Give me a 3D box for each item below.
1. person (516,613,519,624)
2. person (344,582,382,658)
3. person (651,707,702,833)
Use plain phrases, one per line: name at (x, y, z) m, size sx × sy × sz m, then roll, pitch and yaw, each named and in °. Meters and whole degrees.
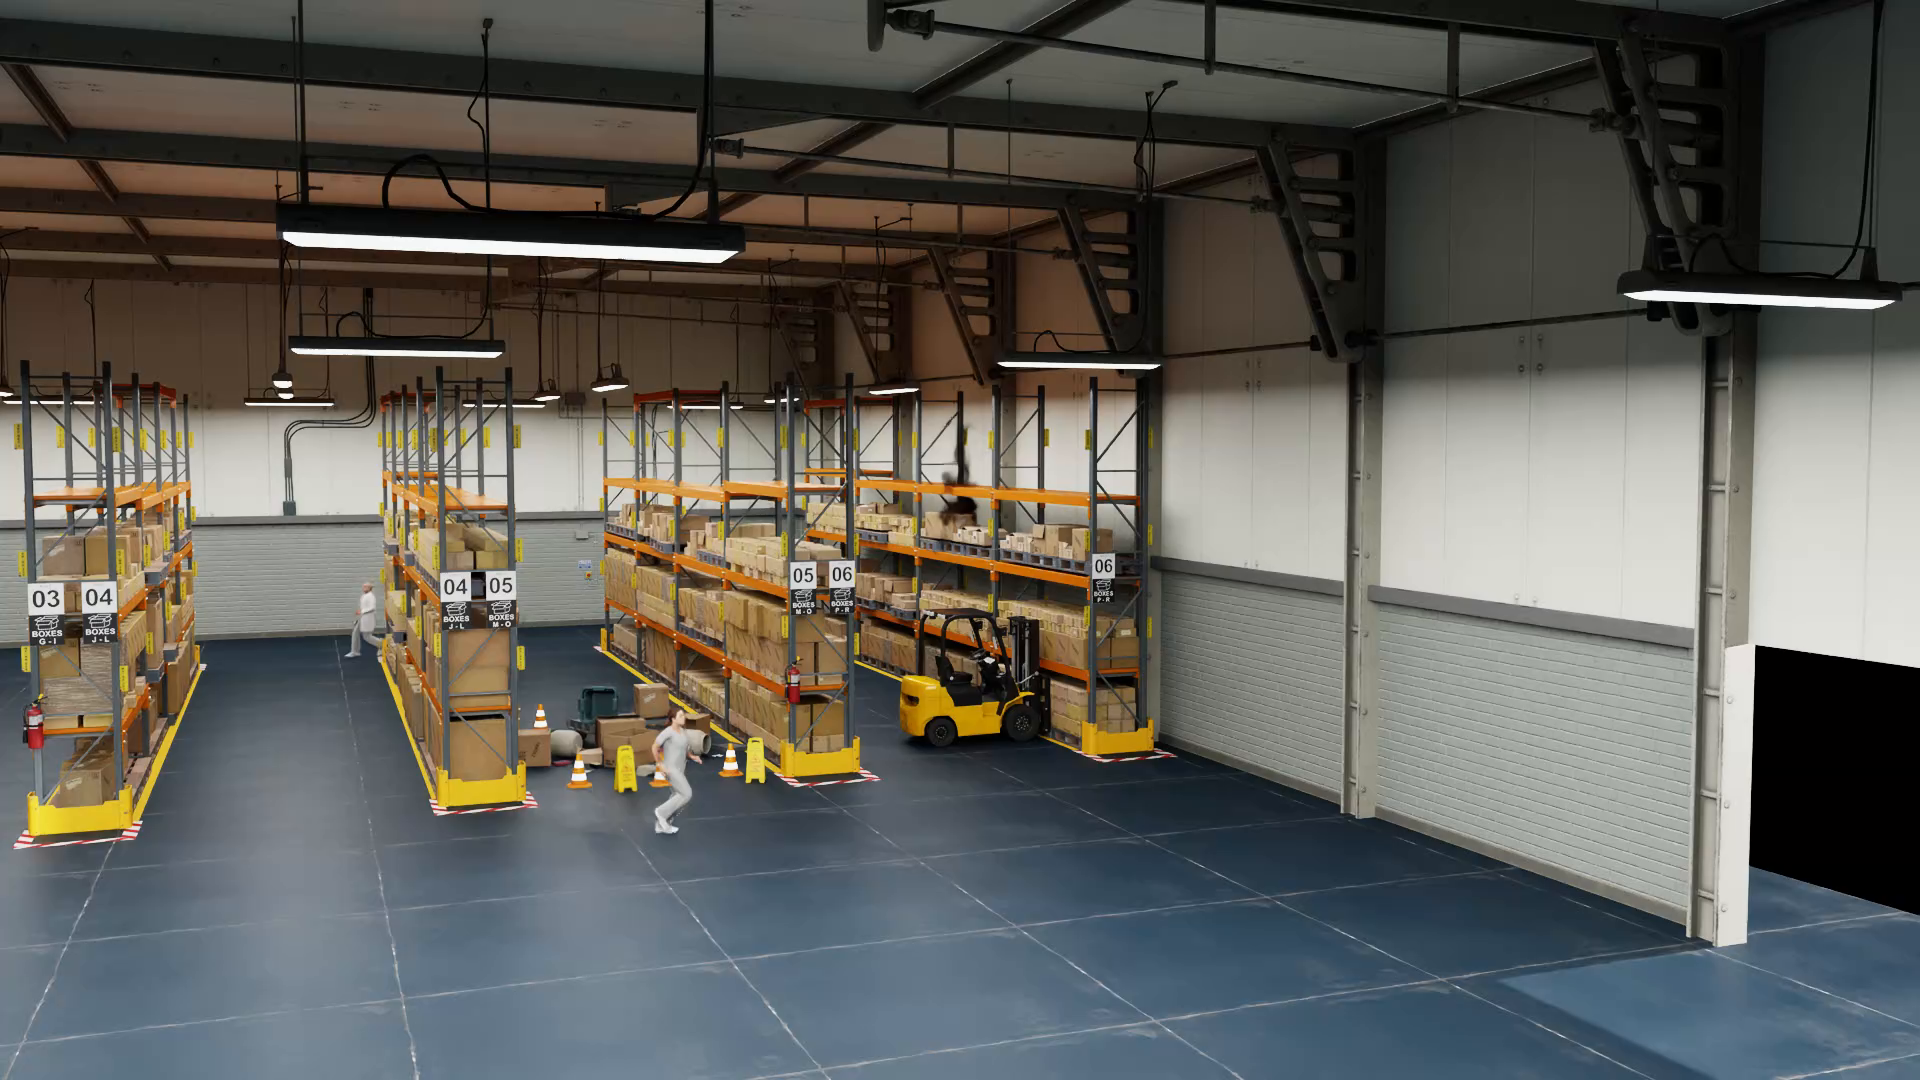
person at (-9.962, 2.010, 36.437) m, size 0.575 × 1.683 × 0.940 m, roll -1°, pitch 4°, yaw -19°
person at (-13.653, 1.845, 38.275) m, size 0.974 × 1.753 × 0.752 m, roll -2°, pitch 4°, yaw -31°
person at (-3.583, 2.916, 21.049) m, size 0.631 × 1.617 × 0.550 m, roll 1°, pitch 4°, yaw 18°
